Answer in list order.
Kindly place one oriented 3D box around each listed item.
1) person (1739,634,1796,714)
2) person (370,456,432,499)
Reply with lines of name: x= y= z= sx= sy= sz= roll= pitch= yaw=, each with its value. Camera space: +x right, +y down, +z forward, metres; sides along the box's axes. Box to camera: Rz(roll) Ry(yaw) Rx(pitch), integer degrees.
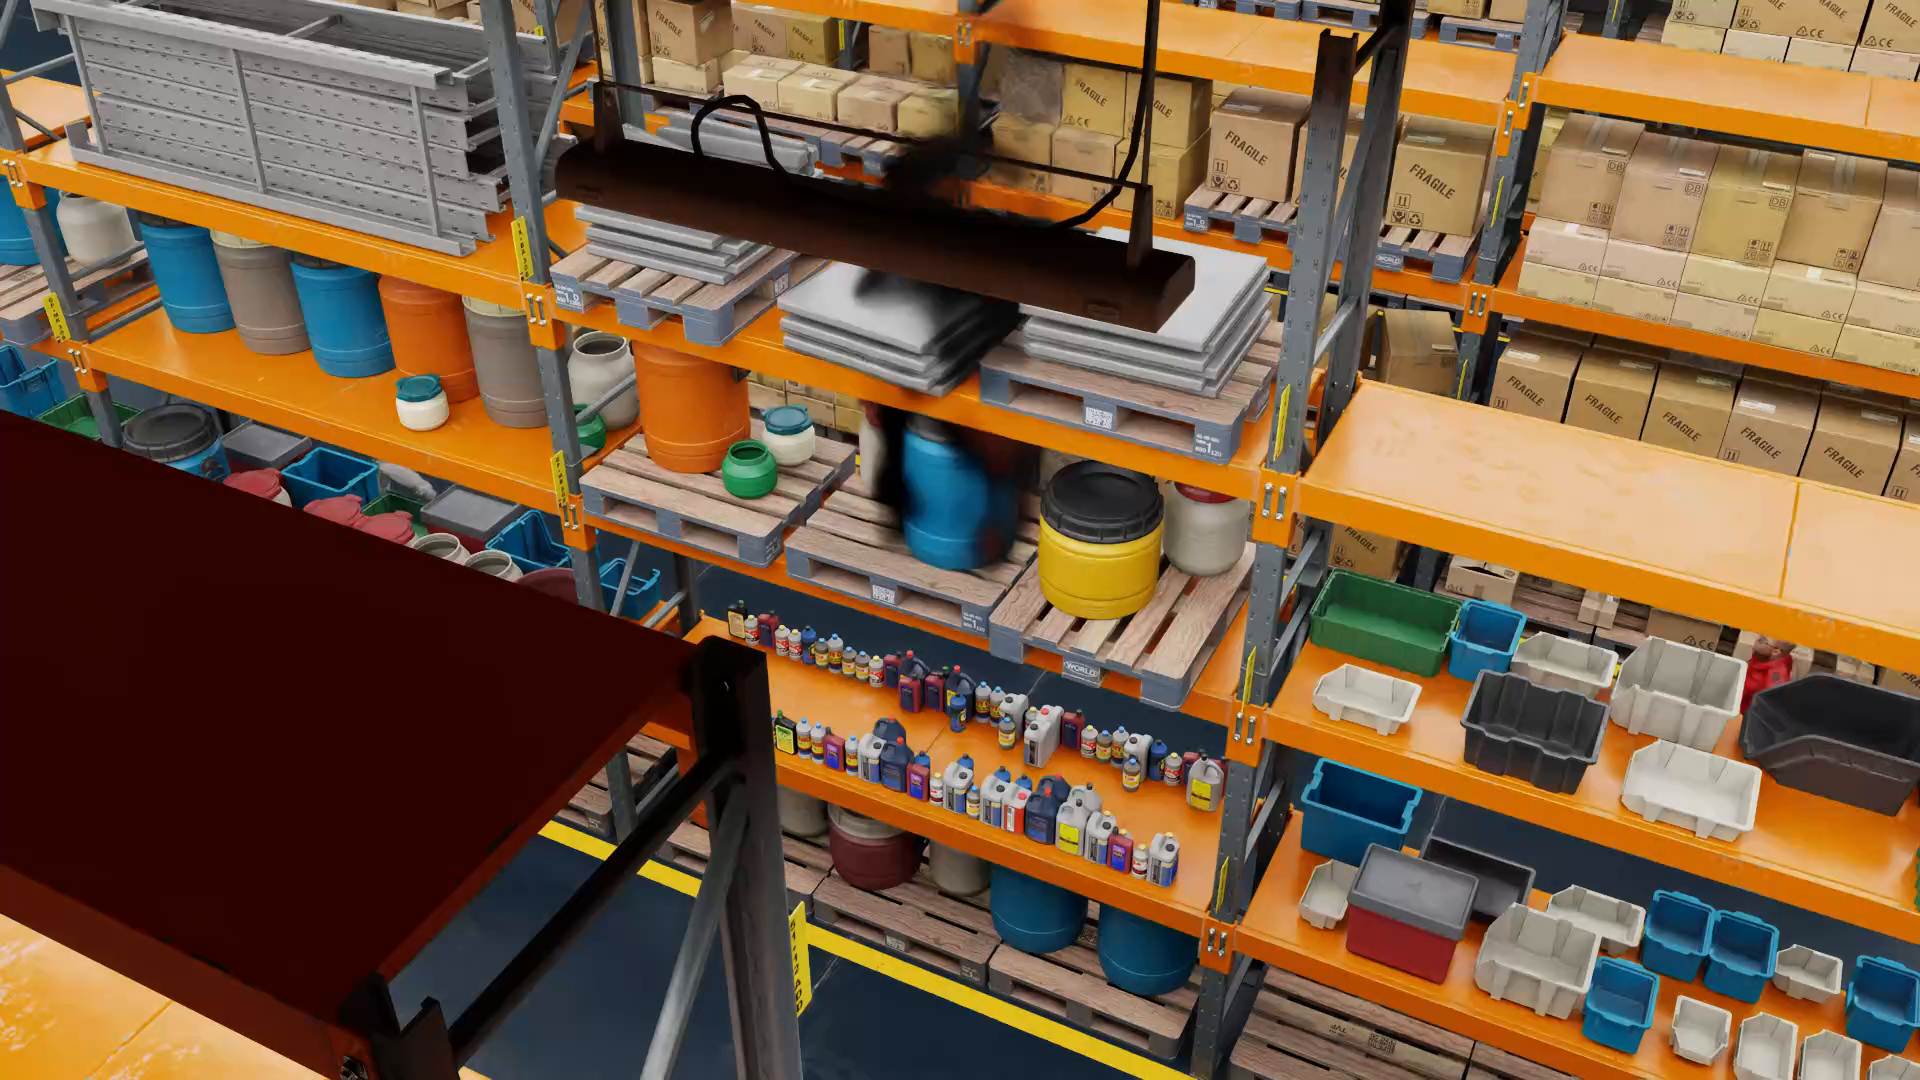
person: x=5.074 y=1.225 z=10.712 sx=0.616 sy=1.669 sz=0.642 roll=10 pitch=36 yaw=14
person: x=-4.749 y=-1.041 z=13.749 sx=0.798 sy=1.683 sz=0.710 roll=14 pitch=37 yaw=19
